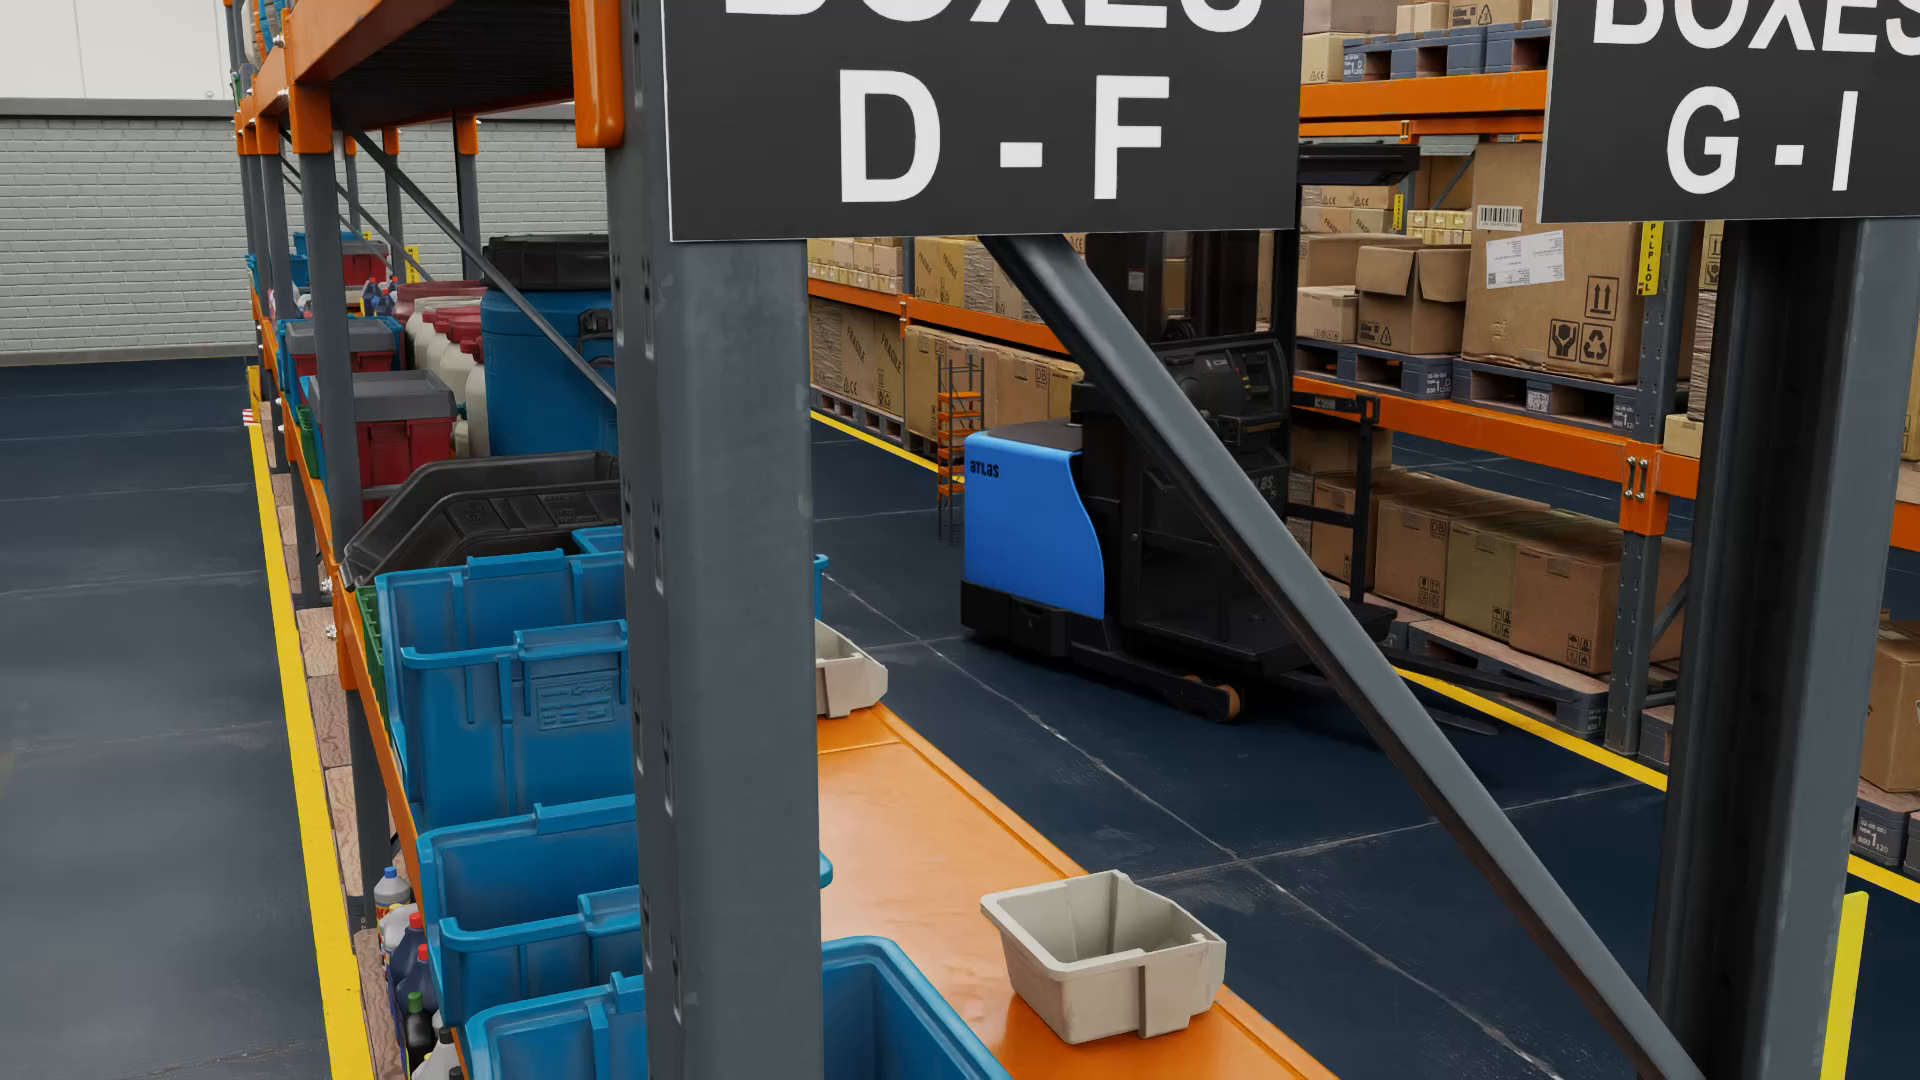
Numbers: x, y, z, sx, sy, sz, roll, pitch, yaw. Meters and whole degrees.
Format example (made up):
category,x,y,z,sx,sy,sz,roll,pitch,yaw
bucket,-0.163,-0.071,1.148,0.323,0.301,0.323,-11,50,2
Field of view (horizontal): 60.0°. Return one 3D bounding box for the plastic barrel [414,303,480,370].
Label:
category,x,y,z,sx,sy,sz,roll,pitch,yaw
plastic barrel,-2.158,-0.762,7.262,0.421,0.512,0.421,0,13,0

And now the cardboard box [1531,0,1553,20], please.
category,x,y,z,sx,sy,sz,roll,pitch,yaw
cardboard box,2.738,-2.395,7.278,0.396,0.266,0.258,-5,14,-21

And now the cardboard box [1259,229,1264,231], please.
category,x,y,z,sx,sy,sz,roll,pitch,yaw
cardboard box,3.334,-3.380,17.942,0.500,0.500,0.500,-5,14,-22

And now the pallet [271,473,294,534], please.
category,x,y,z,sx,sy,sz,roll,pitch,yaw
pallet,-4.266,-0.293,11.666,1.003,0.211,1.213,-6,14,-23

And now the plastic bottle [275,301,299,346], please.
category,x,y,z,sx,sy,sz,roll,pitch,yaw
plastic bottle,-4.098,-1.347,10.149,0.144,0.351,0.185,-6,14,-23

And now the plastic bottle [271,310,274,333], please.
category,x,y,z,sx,sy,sz,roll,pitch,yaw
plastic bottle,-4.493,-1.465,10.989,0.097,0.201,0.097,0,13,0

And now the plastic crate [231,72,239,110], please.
category,x,y,z,sx,sy,sz,roll,pitch,yaw
plastic crate,-5.534,-3.559,13.203,0.437,0.282,0.530,-6,14,-23

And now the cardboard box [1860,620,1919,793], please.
category,x,y,z,sx,sy,sz,roll,pitch,yaw
cardboard box,3.566,0.608,6.202,0.500,0.500,0.500,-1,13,-5

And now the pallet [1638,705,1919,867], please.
category,x,y,z,sx,sy,sz,roll,pitch,yaw
pallet,3.508,0.885,6.577,1.003,0.211,1.213,-6,14,-23

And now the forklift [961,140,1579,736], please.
category,x,y,z,sx,sy,sz,roll,pitch,yaw
forklift,1.354,-0.748,7.600,1.130,2.935,3.031,-11,17,-40

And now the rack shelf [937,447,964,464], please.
category,x,y,z,sx,sy,sz,roll,pitch,yaw
rack shelf,0.006,-0.538,10.732,0.258,0.103,0.180,-6,14,-23

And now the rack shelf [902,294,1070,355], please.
category,x,y,z,sx,sy,sz,roll,pitch,yaw
rack shelf,0.803,-1.498,12.285,1.077,0.370,4.000,-6,14,-23

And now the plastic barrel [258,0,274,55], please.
category,x,y,z,sx,sy,sz,roll,pitch,yaw
plastic barrel,-2.259,-2.223,6.057,0.600,0.901,0.708,-6,14,-23

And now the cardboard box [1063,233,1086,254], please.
category,x,y,z,sx,sy,sz,roll,pitch,yaw
cardboard box,1.067,-2.260,11.536,0.797,0.503,0.637,-5,14,-22

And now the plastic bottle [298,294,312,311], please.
category,x,y,z,sx,sy,sz,roll,pitch,yaw
plastic bottle,-4.190,-1.446,10.741,0.152,0.276,0.135,-6,14,-23

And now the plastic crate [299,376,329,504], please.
category,x,y,z,sx,sy,sz,roll,pitch,yaw
plastic crate,-2.059,-0.354,5.780,0.392,0.384,0.575,-6,14,-23

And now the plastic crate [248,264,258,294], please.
category,x,y,z,sx,sy,sz,roll,pitch,yaw
plastic crate,-5.694,-2.174,13.847,0.416,0.233,0.300,-6,14,-23

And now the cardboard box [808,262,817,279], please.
category,x,y,z,sx,sy,sz,roll,pitch,yaw
cardboard box,-1.244,-2.597,15.996,0.380,0.149,0.250,-6,14,-24

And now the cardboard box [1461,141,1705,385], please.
category,x,y,z,sx,sy,sz,roll,pitch,yaw
cardboard box,3.016,-1.283,7.497,1.000,1.000,1.000,-6,14,-23

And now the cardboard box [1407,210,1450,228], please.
category,x,y,z,sx,sy,sz,roll,pitch,yaw
cardboard box,4.323,-2.938,15.218,0.380,0.149,0.250,-5,14,-20

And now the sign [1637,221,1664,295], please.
category,x,y,z,sx,sy,sz,roll,pitch,yaw
sign,2.699,-1.122,6.498,0.100,0.325,0.005,-6,14,-23

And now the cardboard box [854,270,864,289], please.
category,x,y,z,sx,sy,sz,roll,pitch,yaw
cardboard box,-0.730,-2.332,14.851,0.380,0.149,0.250,-5,14,-22

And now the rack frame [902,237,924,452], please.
category,x,y,z,sx,sy,sz,roll,pitch,yaw
rack frame,0.002,-2.262,13.989,1.000,3.000,0.127,-6,14,-23

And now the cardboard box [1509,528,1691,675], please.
category,x,y,z,sx,sy,sz,roll,pitch,yaw
cardboard box,2.980,0.266,7.637,0.700,0.500,0.500,-7,15,-27

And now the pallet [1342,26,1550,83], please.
category,x,y,z,sx,sy,sz,roll,pitch,yaw
pallet,2.638,-2.330,8.048,1.213,0.211,1.003,-6,14,-23

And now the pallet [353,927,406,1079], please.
category,x,y,z,sx,sy,sz,roll,pitch,yaw
pallet,-1.101,1.340,4.614,1.003,0.211,1.213,-6,14,-23

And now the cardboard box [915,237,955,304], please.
category,x,y,z,sx,sy,sz,roll,pitch,yaw
cardboard box,-0.043,-2.193,13.470,0.500,0.500,0.500,-6,14,-23

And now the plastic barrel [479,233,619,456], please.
category,x,y,z,sx,sy,sz,roll,pitch,yaw
plastic barrel,-1.209,-0.513,5.322,0.600,0.901,0.708,-6,14,-23

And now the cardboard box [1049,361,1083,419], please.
category,x,y,z,sx,sy,sz,roll,pitch,yaw
cardboard box,1.347,-0.749,11.235,1.225,0.875,0.875,-6,14,-26

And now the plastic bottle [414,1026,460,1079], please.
category,x,y,z,sx,sy,sz,roll,pitch,yaw
plastic bottle,-1.143,1.246,3.734,0.144,0.351,0.185,-6,14,-23

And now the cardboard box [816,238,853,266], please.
category,x,y,z,sx,sy,sz,roll,pitch,yaw
cardboard box,-1.030,-2.718,15.635,0.500,0.250,0.500,-6,14,-24

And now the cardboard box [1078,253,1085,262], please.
category,x,y,z,sx,sy,sz,roll,pitch,yaw
cardboard box,0.985,-1.667,11.199,0.500,0.500,0.500,-6,14,-23

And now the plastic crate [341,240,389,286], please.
category,x,y,z,sx,sy,sz,roll,pitch,yaw
plastic crate,-4.664,-2.082,12.937,0.402,0.464,0.583,-6,14,-23

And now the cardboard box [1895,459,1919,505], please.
category,x,y,z,sx,sy,sz,roll,pitch,yaw
cardboard box,3.402,-0.207,5.668,0.380,0.149,0.250,-6,14,-23

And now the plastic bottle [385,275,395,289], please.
category,x,y,z,sx,sy,sz,roll,pitch,yaw
plastic bottle,-3.869,-1.630,11.369,0.144,0.351,0.185,-6,14,-23

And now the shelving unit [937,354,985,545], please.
category,x,y,z,sx,sy,sz,roll,pitch,yaw
shelving unit,0.006,-0.582,10.722,0.258,1.200,0.189,-6,14,-23

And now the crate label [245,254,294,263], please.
category,x,y,z,sx,sy,sz,roll,pitch,yaw
crate label,-6.342,-2.508,15.290,0.416,0.233,0.303,-6,14,-23

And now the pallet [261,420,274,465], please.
category,x,y,z,sx,sy,sz,roll,pitch,yaw
pallet,-5.359,-0.857,14.103,1.003,0.211,1.213,-6,14,-23

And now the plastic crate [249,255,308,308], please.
category,x,y,z,sx,sy,sz,roll,pitch,yaw
plastic crate,-5.036,-1.901,12.335,0.392,0.384,0.575,-6,14,-23

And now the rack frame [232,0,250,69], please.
category,x,y,z,sx,sy,sz,roll,pitch,yaw
rack frame,-4.537,-4.737,11.380,1.000,3.000,0.127,-6,14,-23

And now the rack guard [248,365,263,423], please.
category,x,y,z,sx,sy,sz,roll,pitch,yaw
rack guard,-6.160,-1.427,15.925,1.175,0.500,0.348,-6,14,-23

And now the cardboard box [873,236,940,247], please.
category,x,y,z,sx,sy,sz,roll,pitch,yaw
cardboard box,-0.428,-2.770,14.194,0.500,0.500,0.500,-5,14,-21

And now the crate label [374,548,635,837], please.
category,x,y,z,sx,sy,sz,roll,pitch,yaw
crate label,-0.715,0.292,2.878,0.502,0.435,0.616,-6,14,-23

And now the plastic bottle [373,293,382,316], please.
category,x,y,z,sx,sy,sz,roll,pitch,yaw
plastic bottle,-3.787,-1.477,10.884,0.097,0.271,0.097,0,13,0

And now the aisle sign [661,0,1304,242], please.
category,x,y,z,sx,sy,sz,roll,pitch,yaw
aisle sign,0.027,-0.560,0.871,0.394,0.787,0.004,-6,14,-23

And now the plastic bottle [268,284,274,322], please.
category,x,y,z,sx,sy,sz,roll,pitch,yaw
plastic bottle,-4.727,-1.616,11.457,0.061,0.283,0.133,-6,14,-23

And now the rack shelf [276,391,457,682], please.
category,x,y,z,sx,sy,sz,roll,pitch,yaw
rack shelf,-2.133,-0.224,6.782,1.077,0.370,4.000,-6,14,-23

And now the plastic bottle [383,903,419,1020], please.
category,x,y,z,sx,sy,sz,roll,pitch,yaw
plastic bottle,-1.451,1.121,4.439,0.152,0.276,0.135,-5,14,-21

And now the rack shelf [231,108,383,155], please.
category,x,y,z,sx,sy,sz,roll,pitch,yaw
rack shelf,-5.338,-3.338,13.585,1.077,0.370,4.000,-6,14,-23

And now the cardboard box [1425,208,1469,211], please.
category,x,y,z,sx,sy,sz,roll,pitch,yaw
cardboard box,4.619,-3.007,16.331,0.500,0.500,0.500,-6,14,-24
